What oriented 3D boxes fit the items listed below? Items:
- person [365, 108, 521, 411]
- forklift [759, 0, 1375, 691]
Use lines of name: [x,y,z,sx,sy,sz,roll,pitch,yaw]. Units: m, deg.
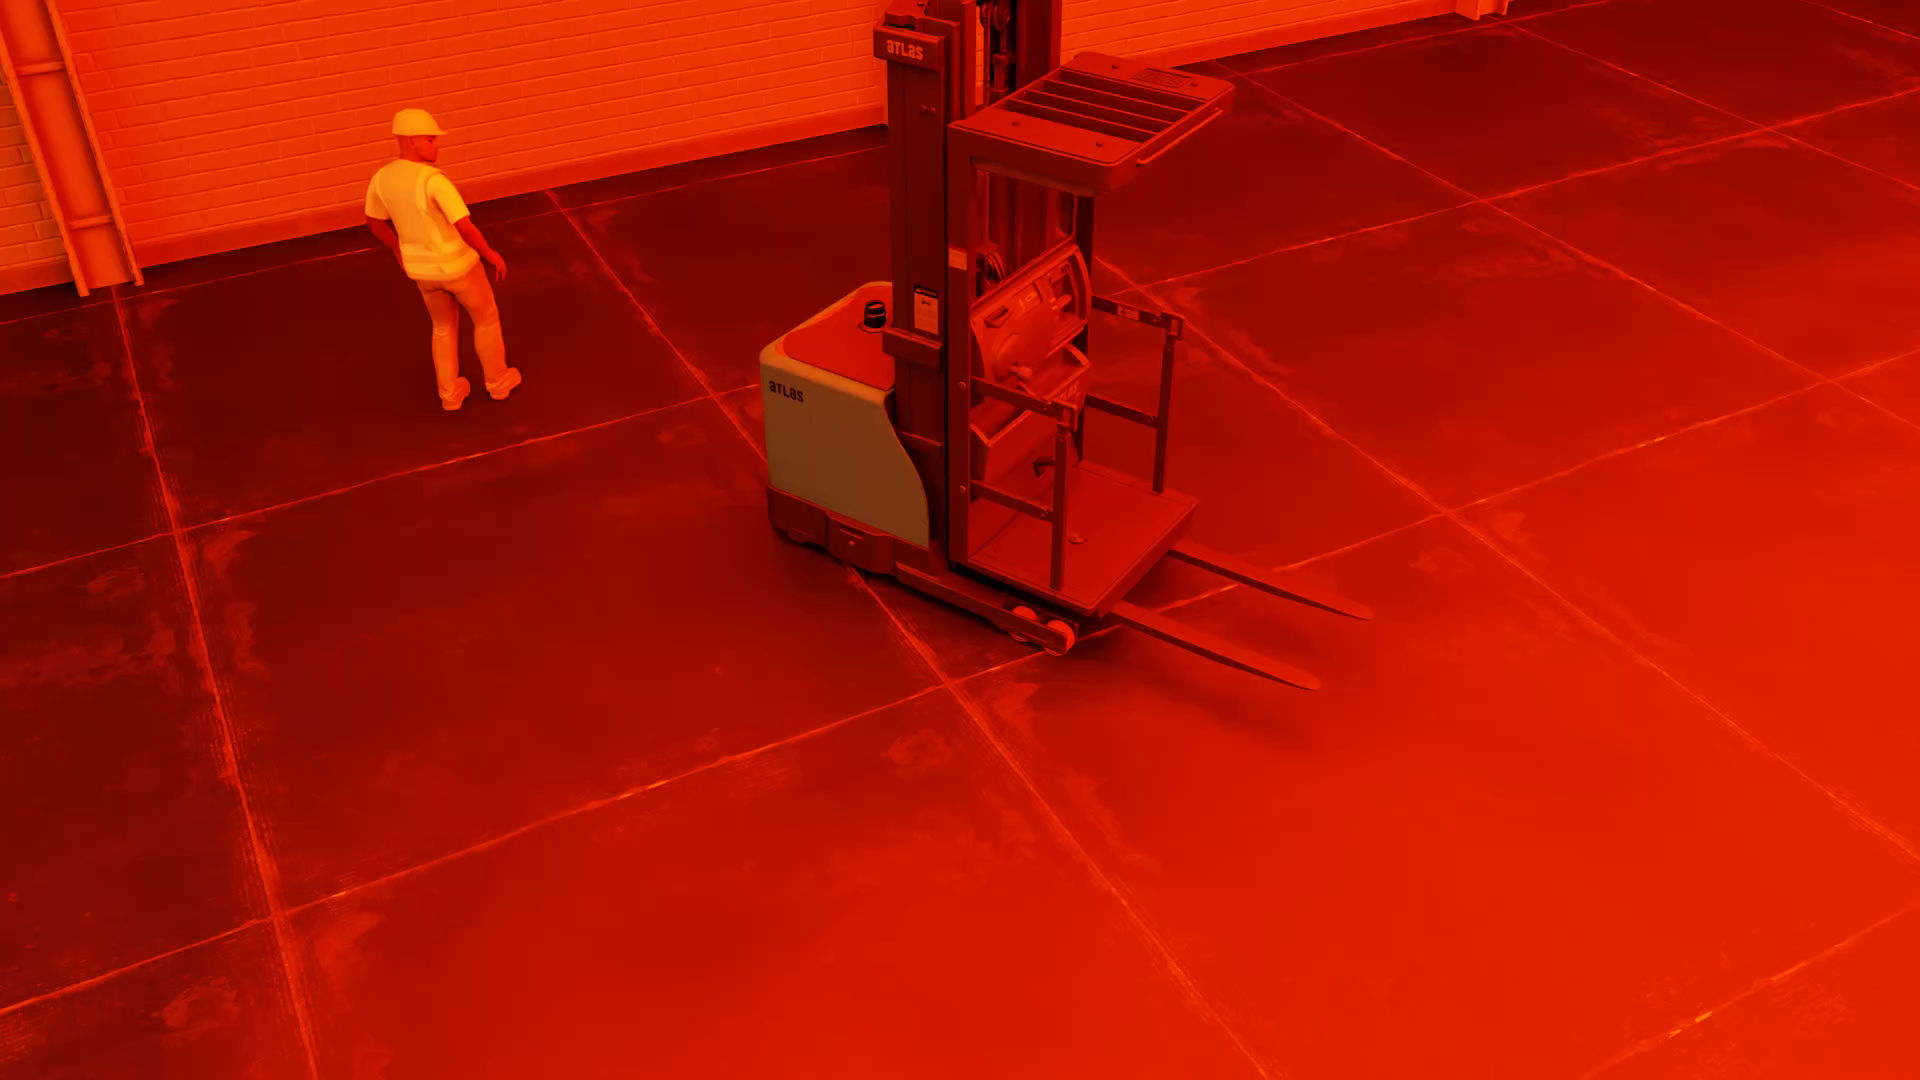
person: [-2.903,-1.587,9.399,0.794,1.743,0.523,10,36,14]
forklift: [0.506,-1.000,7.537,3.031,2.935,1.130,21,40,27]
